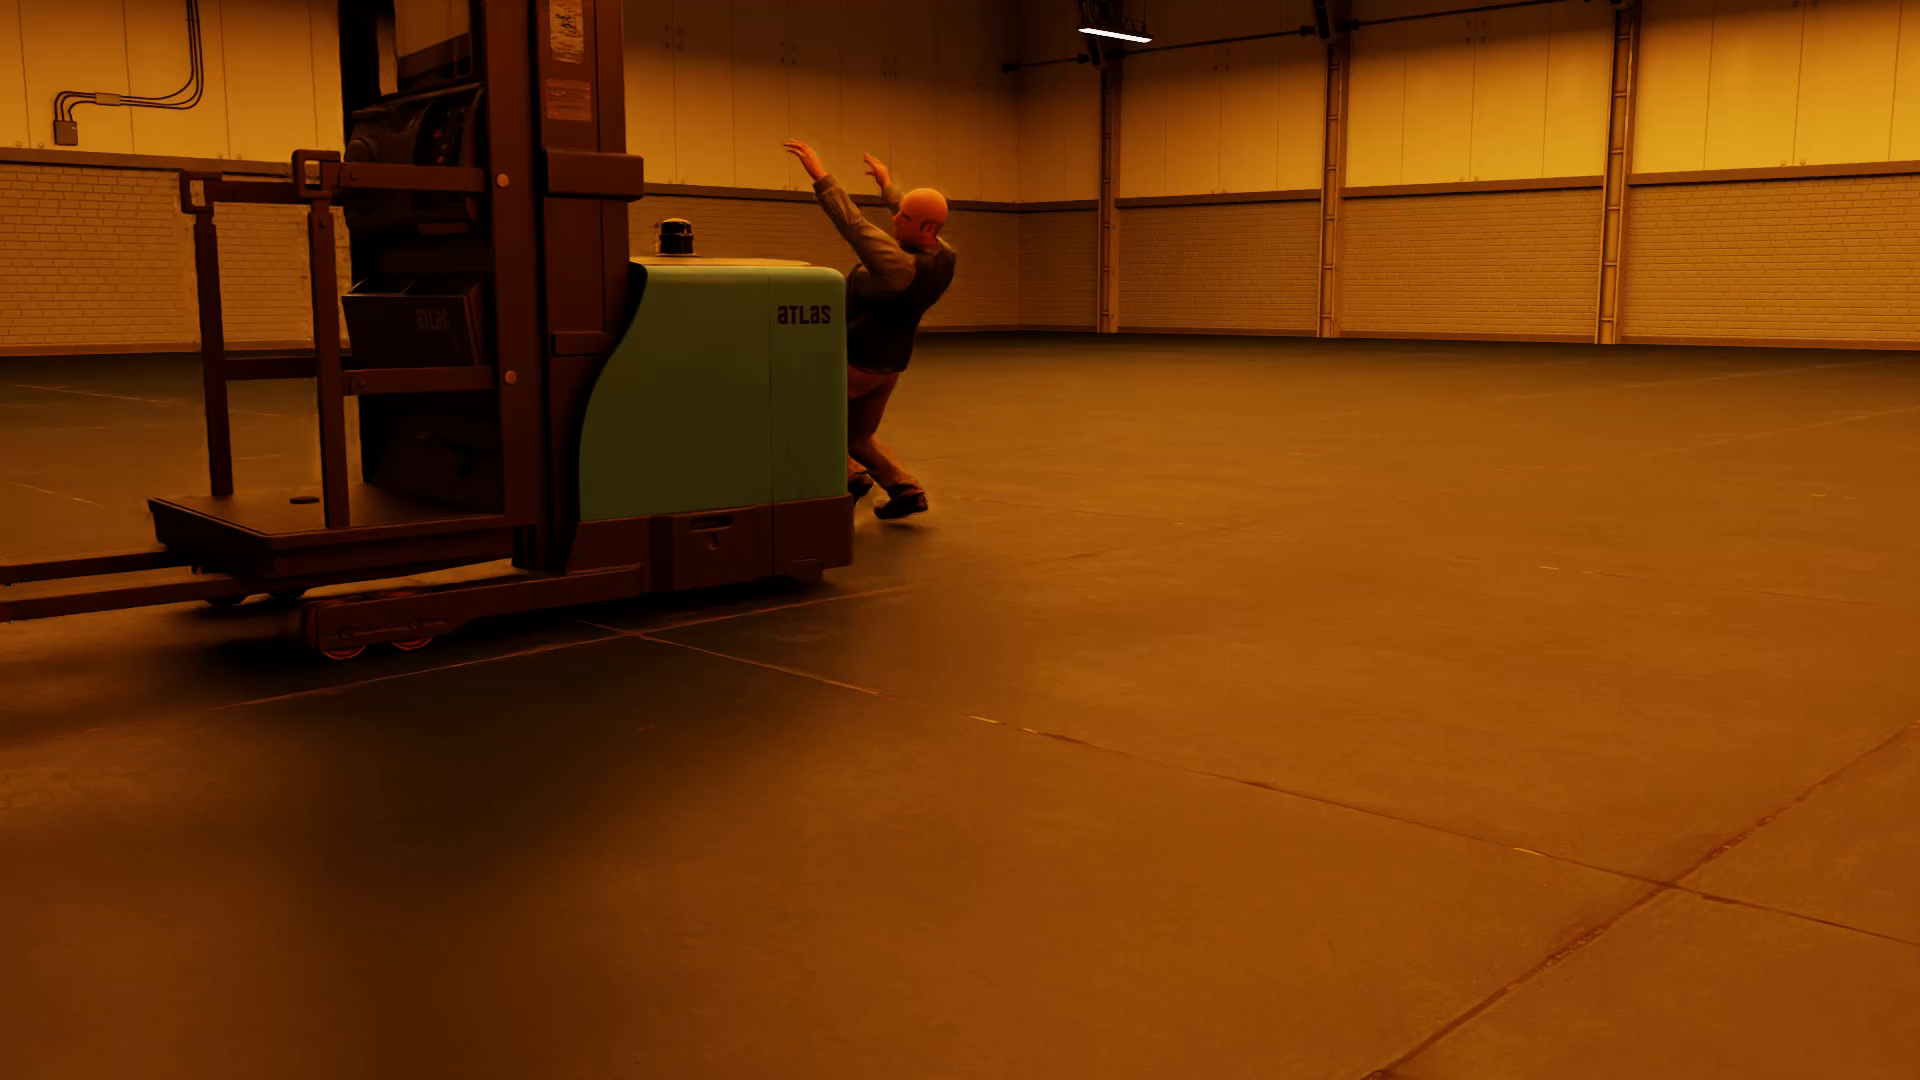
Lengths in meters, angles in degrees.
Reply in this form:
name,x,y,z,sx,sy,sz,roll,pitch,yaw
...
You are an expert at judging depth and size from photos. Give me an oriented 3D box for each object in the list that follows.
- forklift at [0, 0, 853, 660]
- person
name,x,y,z,sx,sy,sz,roll,pitch,yaw
forklift,-1.814,-1.209,4.902,3.031,2.935,1.130,-7,11,-40
person,-0.394,-0.823,6.905,0.751,1.599,0.949,5,10,29
